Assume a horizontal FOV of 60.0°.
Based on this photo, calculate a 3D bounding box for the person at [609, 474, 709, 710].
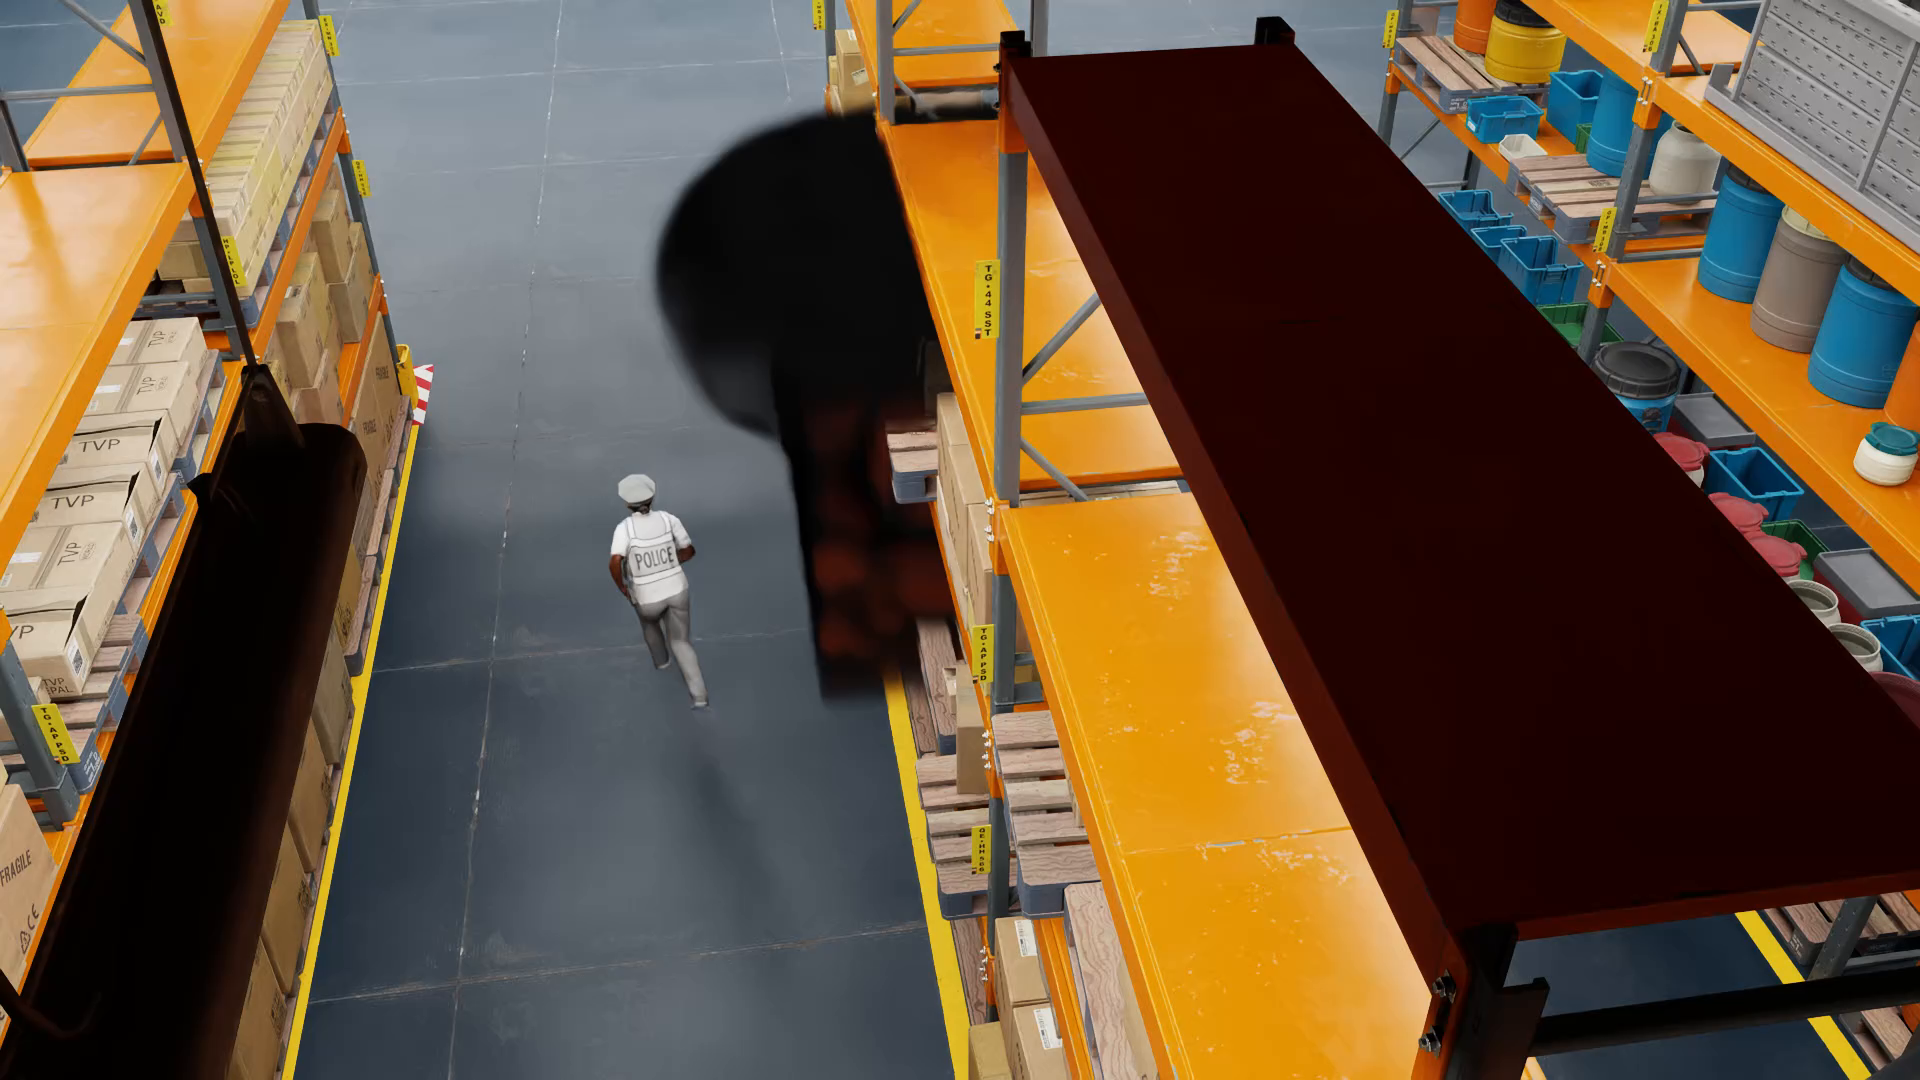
[{"bbox_3d":[-1.987,0.467,11.194,0.613,1.628,0.978,-20,41,-25],"label":"person"}]
